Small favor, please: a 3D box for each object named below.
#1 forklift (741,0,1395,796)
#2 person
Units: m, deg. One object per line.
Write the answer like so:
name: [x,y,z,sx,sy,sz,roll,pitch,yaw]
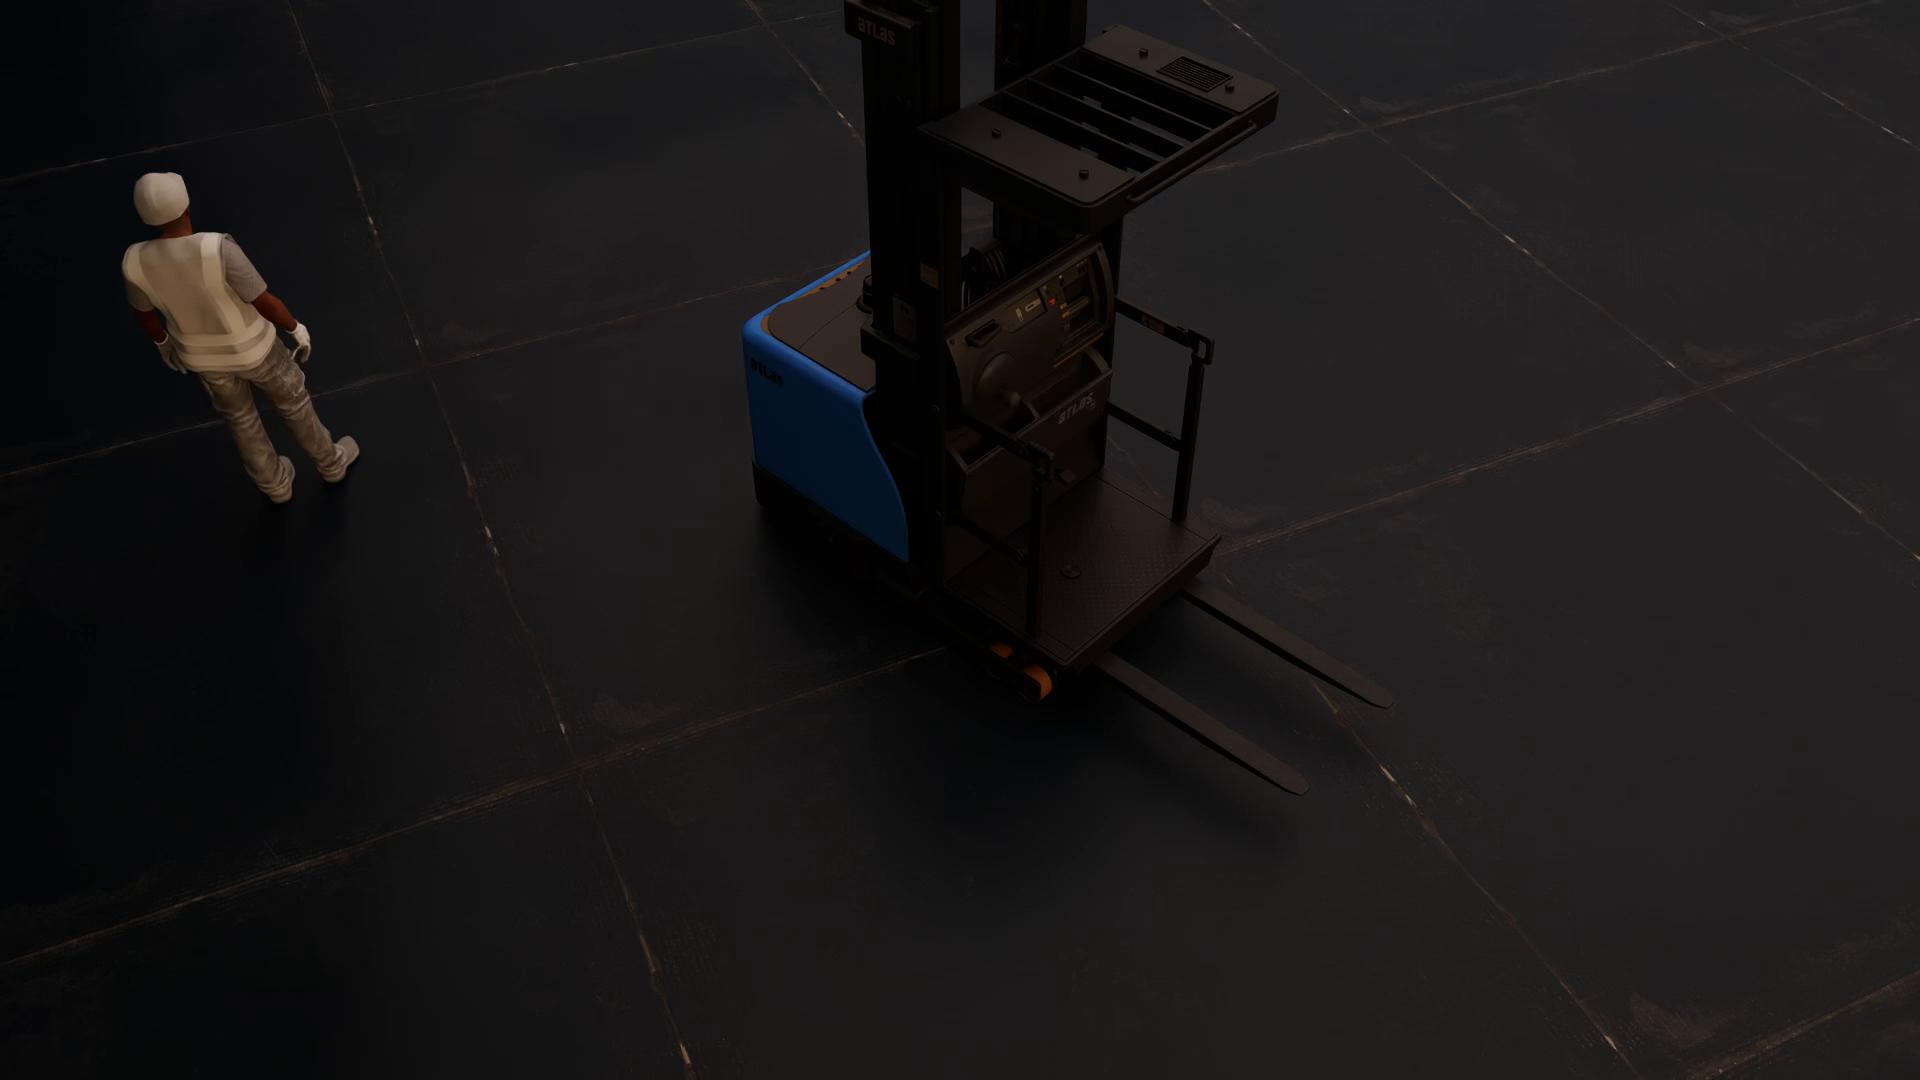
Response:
forklift: [0.445,-0.788,6.525,3.031,2.935,1.130,32,52,30]
person: [-3.272,-0.927,7.507,0.669,1.786,0.577,-3,43,-3]
